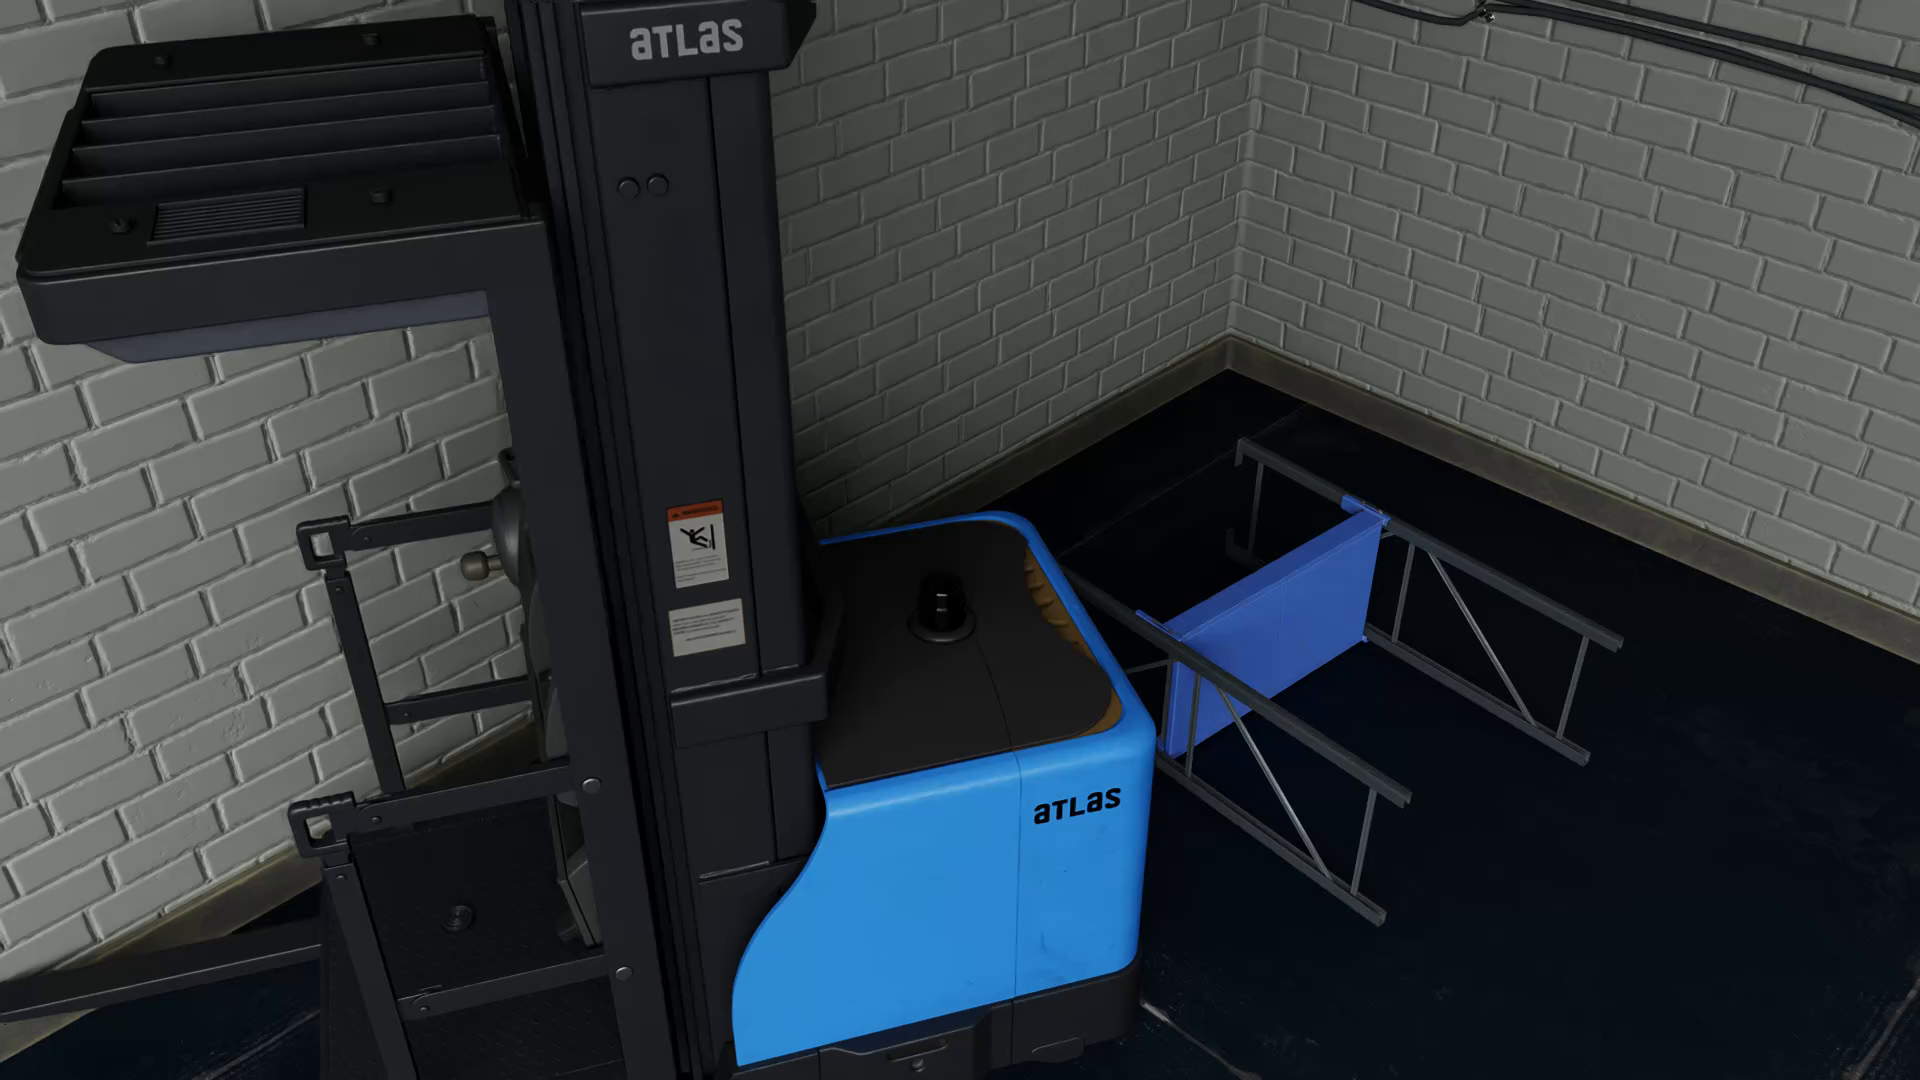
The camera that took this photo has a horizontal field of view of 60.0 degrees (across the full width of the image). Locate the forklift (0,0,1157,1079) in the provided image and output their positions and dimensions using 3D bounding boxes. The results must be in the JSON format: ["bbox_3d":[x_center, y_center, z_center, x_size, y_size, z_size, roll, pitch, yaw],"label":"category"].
[{"bbox_3d":[-1.109,0.094,3.553,3.031,2.935,1.130,-10,36,-14],"label":"forklift"}]

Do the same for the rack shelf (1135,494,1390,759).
[{"bbox_3d":[0.969,0.281,5.376,1.000,0.538,0.185,-26,42,-32],"label":"rack shelf"}]

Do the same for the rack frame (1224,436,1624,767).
[{"bbox_3d":[1.473,0.172,5.533,0.032,0.500,1.500,-26,42,-32],"label":"rack frame"}]

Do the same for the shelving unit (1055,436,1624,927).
[{"bbox_3d":[1.085,0.360,5.263,1.048,0.538,1.500,-26,42,-32],"label":"shelving unit"}]

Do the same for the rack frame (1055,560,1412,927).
[{"bbox_3d":[0.697,0.548,4.994,0.032,0.500,1.500,-26,42,-32],"label":"rack frame"}]
